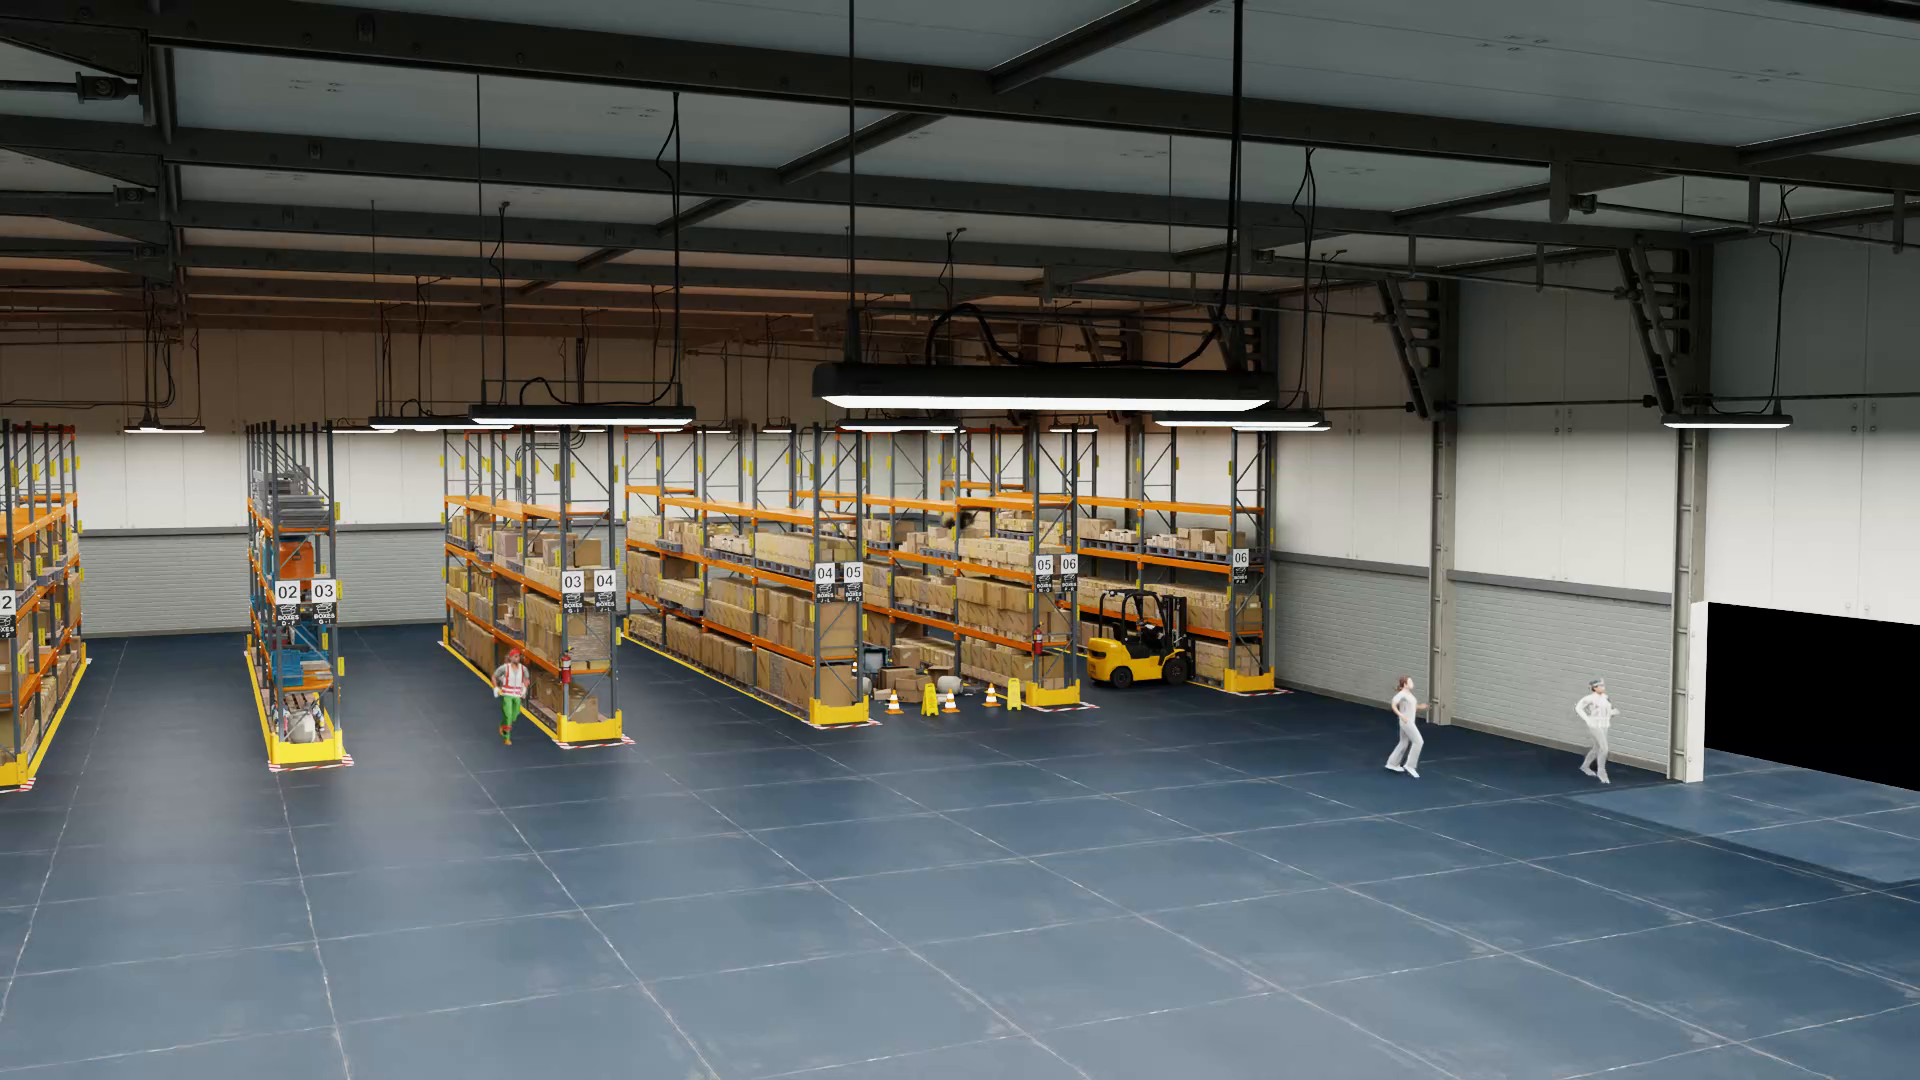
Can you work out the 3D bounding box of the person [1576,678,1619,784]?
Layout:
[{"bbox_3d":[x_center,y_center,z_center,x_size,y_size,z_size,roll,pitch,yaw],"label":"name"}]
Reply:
[{"bbox_3d":[10.596,3.150,27.608,0.593,1.752,0.709,-2,4,-33],"label":"person"}]

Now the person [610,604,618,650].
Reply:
[{"bbox_3d":[-9.399,2.160,44.241,0.615,1.648,0.838,-1,4,-21],"label":"person"}]

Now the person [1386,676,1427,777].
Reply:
[{"bbox_3d":[7.539,3.137,28.043,0.691,1.715,0.544,1,4,22],"label":"person"}]

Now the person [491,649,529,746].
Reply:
[{"bbox_3d":[-8.406,2.923,31.128,0.708,1.766,0.797,-2,4,-33],"label":"person"}]
